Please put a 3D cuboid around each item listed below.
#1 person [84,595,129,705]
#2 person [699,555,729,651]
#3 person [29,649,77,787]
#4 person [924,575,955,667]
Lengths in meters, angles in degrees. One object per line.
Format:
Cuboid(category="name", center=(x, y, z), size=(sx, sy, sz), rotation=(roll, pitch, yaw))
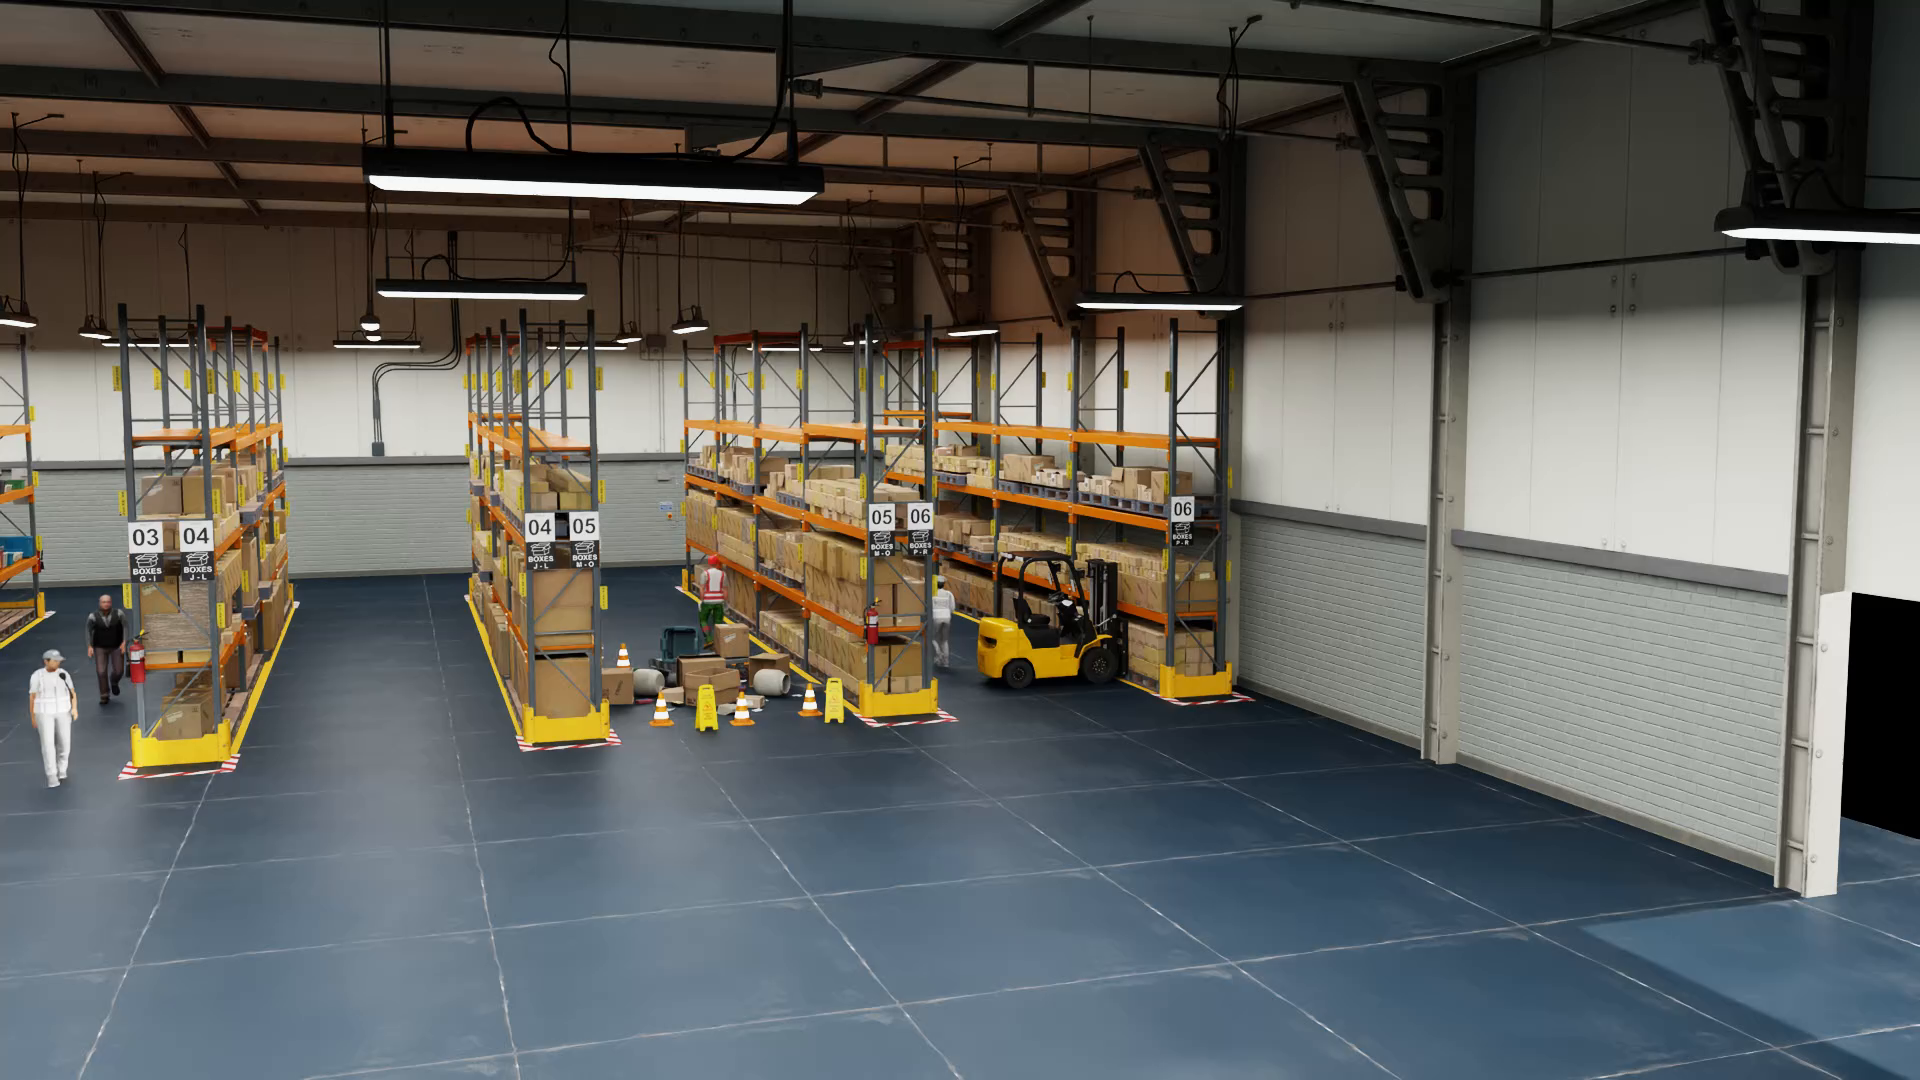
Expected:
Cuboid(category="person", center=(-13.380, 1.692, 26.098), size=(0.624, 1.702, 0.638), rotation=(-3, 6, -30))
Cuboid(category="person", center=(-4.593, 1.172, 30.908), size=(0.594, 1.769, 0.502), rotation=(-3, 6, -28))
Cuboid(category="person", center=(-11.311, 2.226, 20.863), size=(0.493, 1.662, 0.749), rotation=(-5, 8, -44))
Cuboid(category="person", center=(-0.361, 1.440, 29.460), size=(0.609, 1.562, 0.713), rotation=(-2, 6, -17))
